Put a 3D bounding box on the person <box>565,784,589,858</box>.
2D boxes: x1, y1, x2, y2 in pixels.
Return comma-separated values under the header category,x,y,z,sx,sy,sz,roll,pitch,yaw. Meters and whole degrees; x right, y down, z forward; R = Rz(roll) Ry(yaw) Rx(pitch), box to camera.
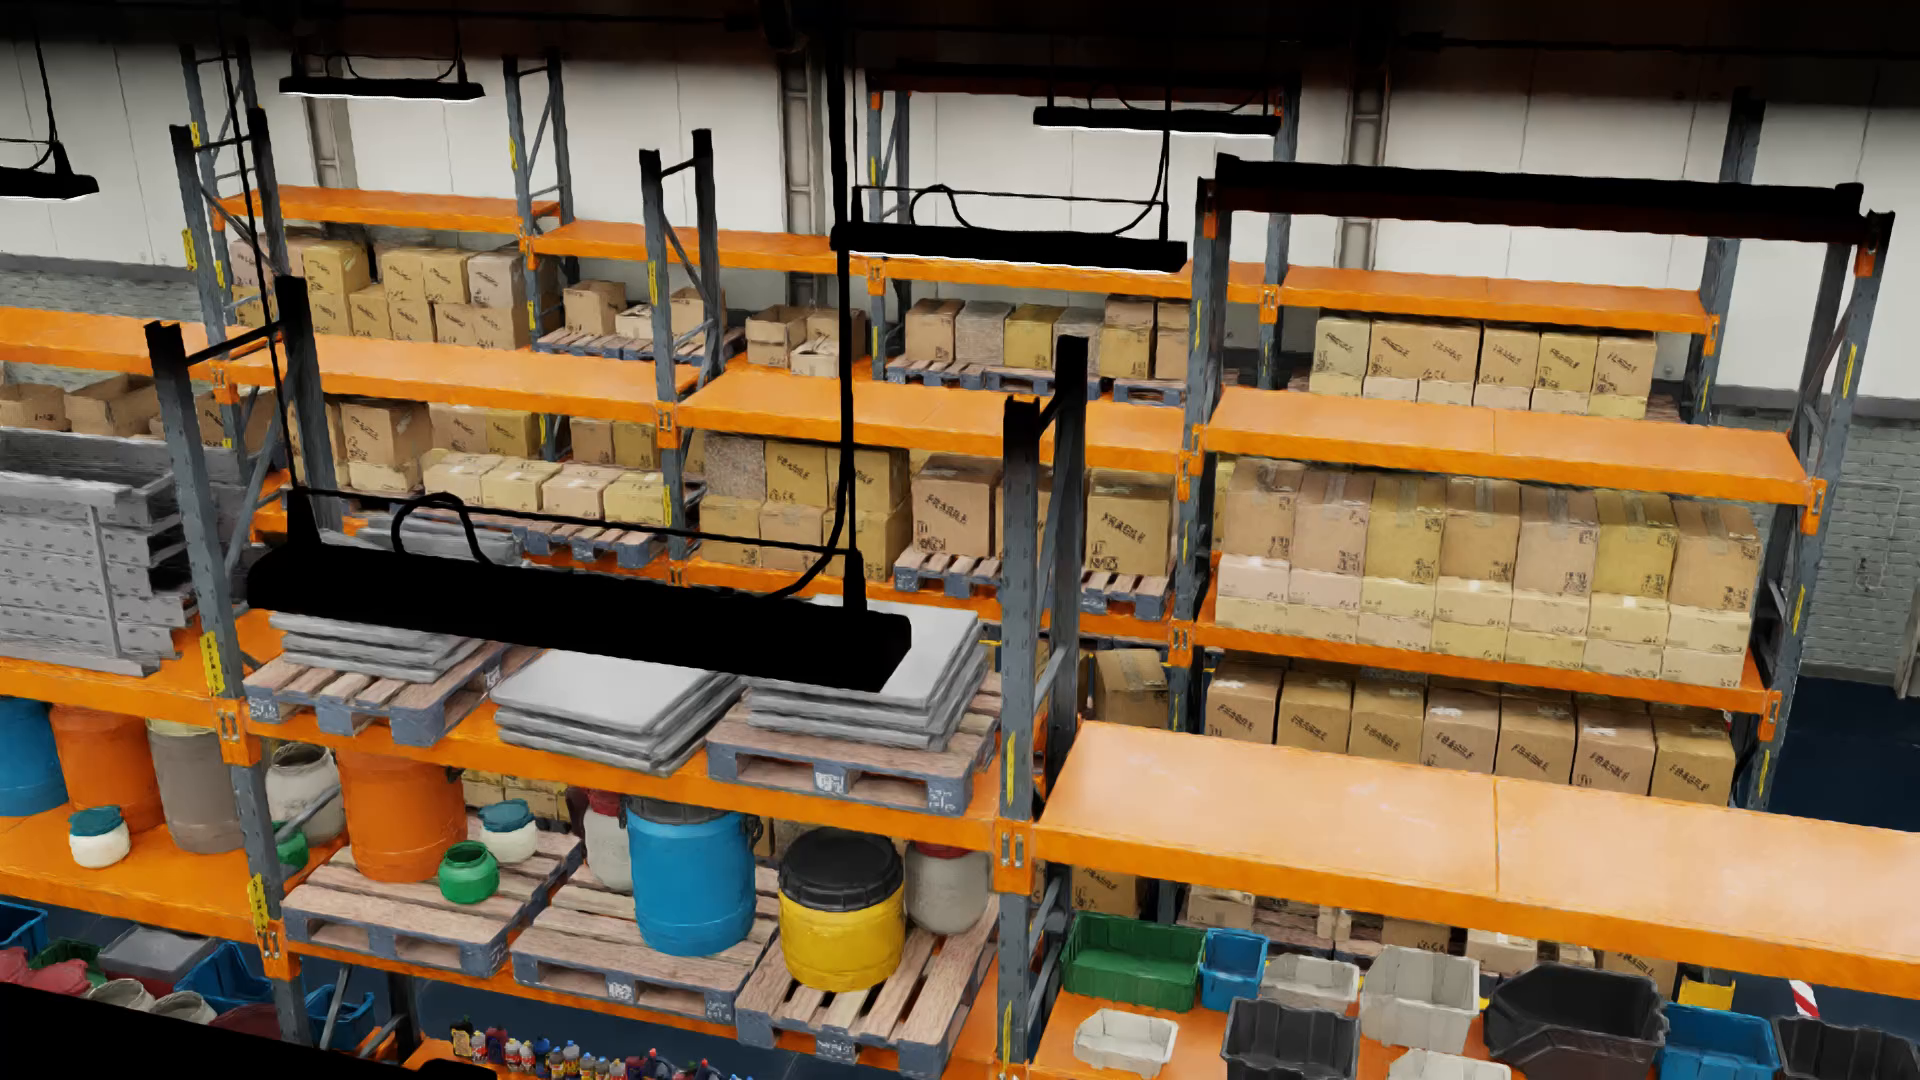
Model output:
category,x,y,z,sx,sy,sz,roll,pitch,yaw
person,-2.862,2.315,12.941,1.193,1.698,0.598,7,24,17
